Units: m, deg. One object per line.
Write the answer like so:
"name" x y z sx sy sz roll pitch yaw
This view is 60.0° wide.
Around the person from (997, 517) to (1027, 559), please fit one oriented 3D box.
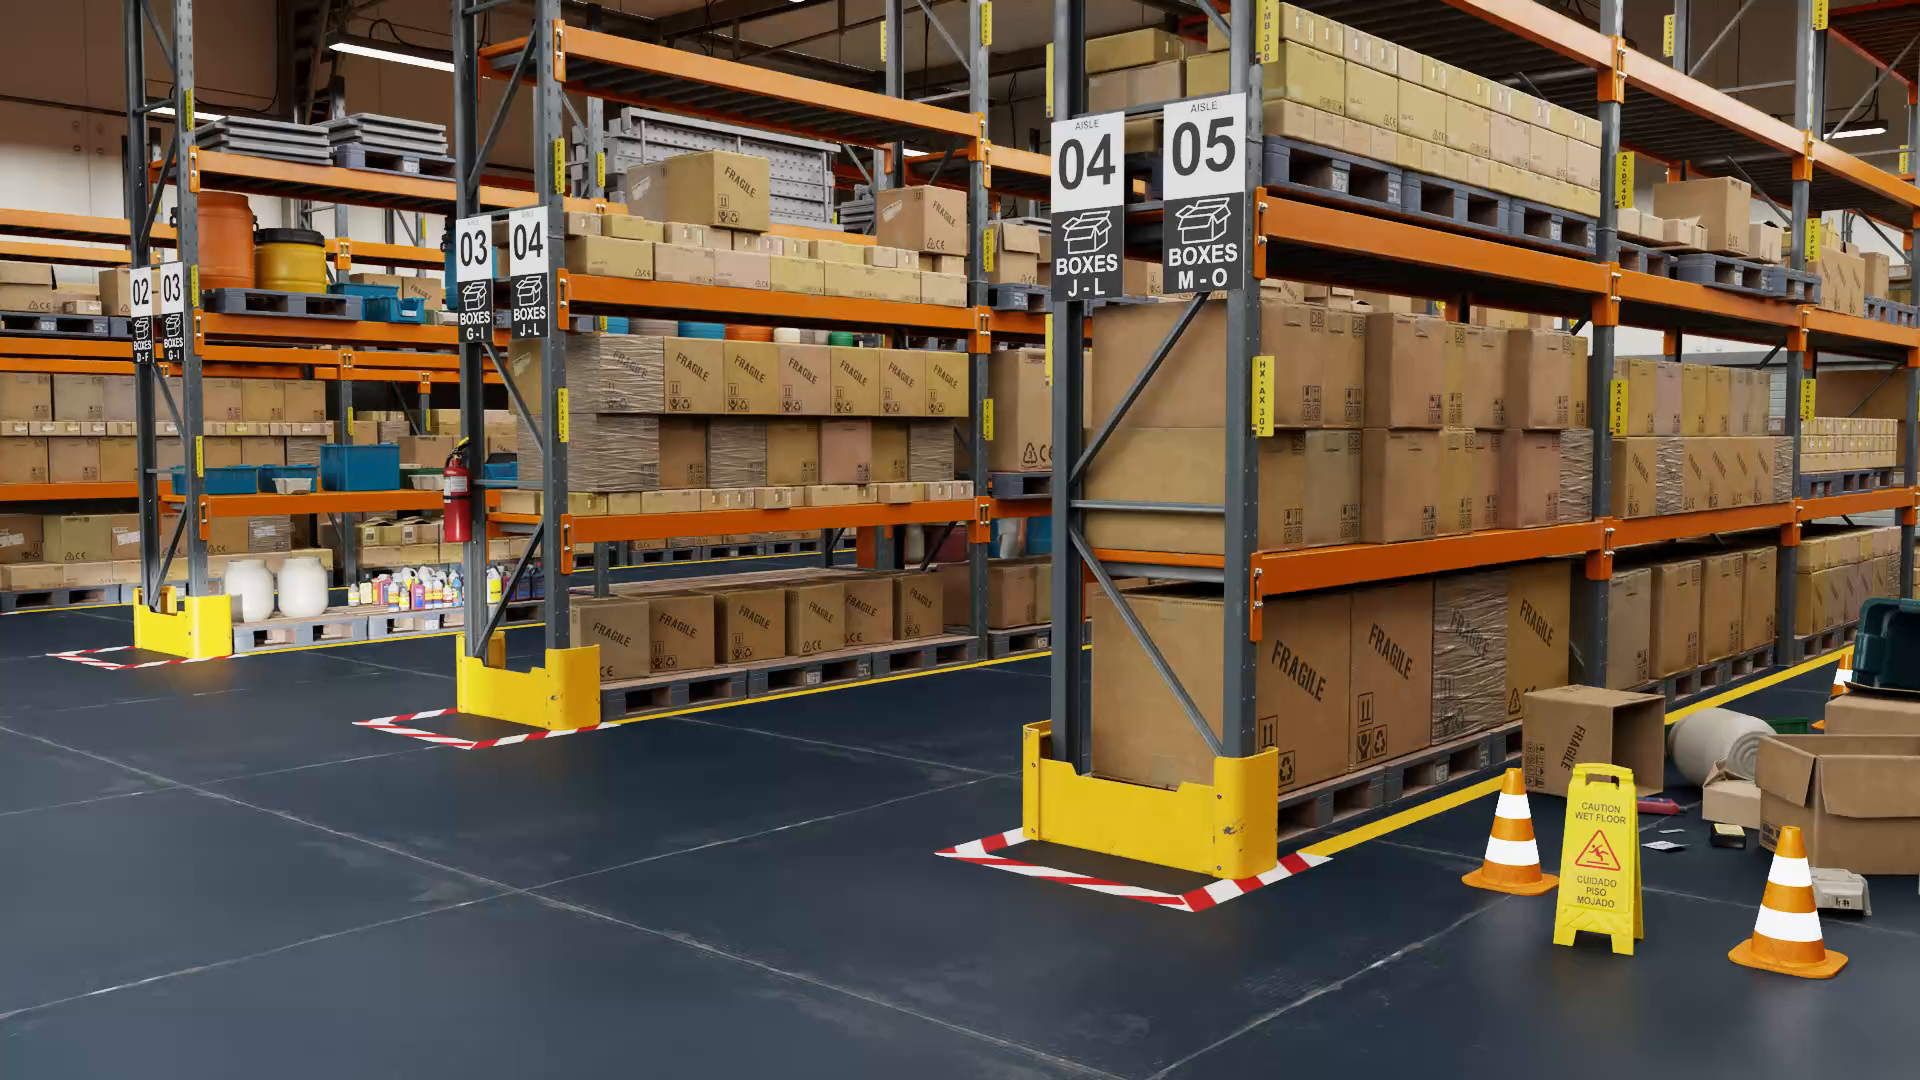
"person" 0.547 -0.060 16.459 0.568 1.661 0.485 -1 4 -20
